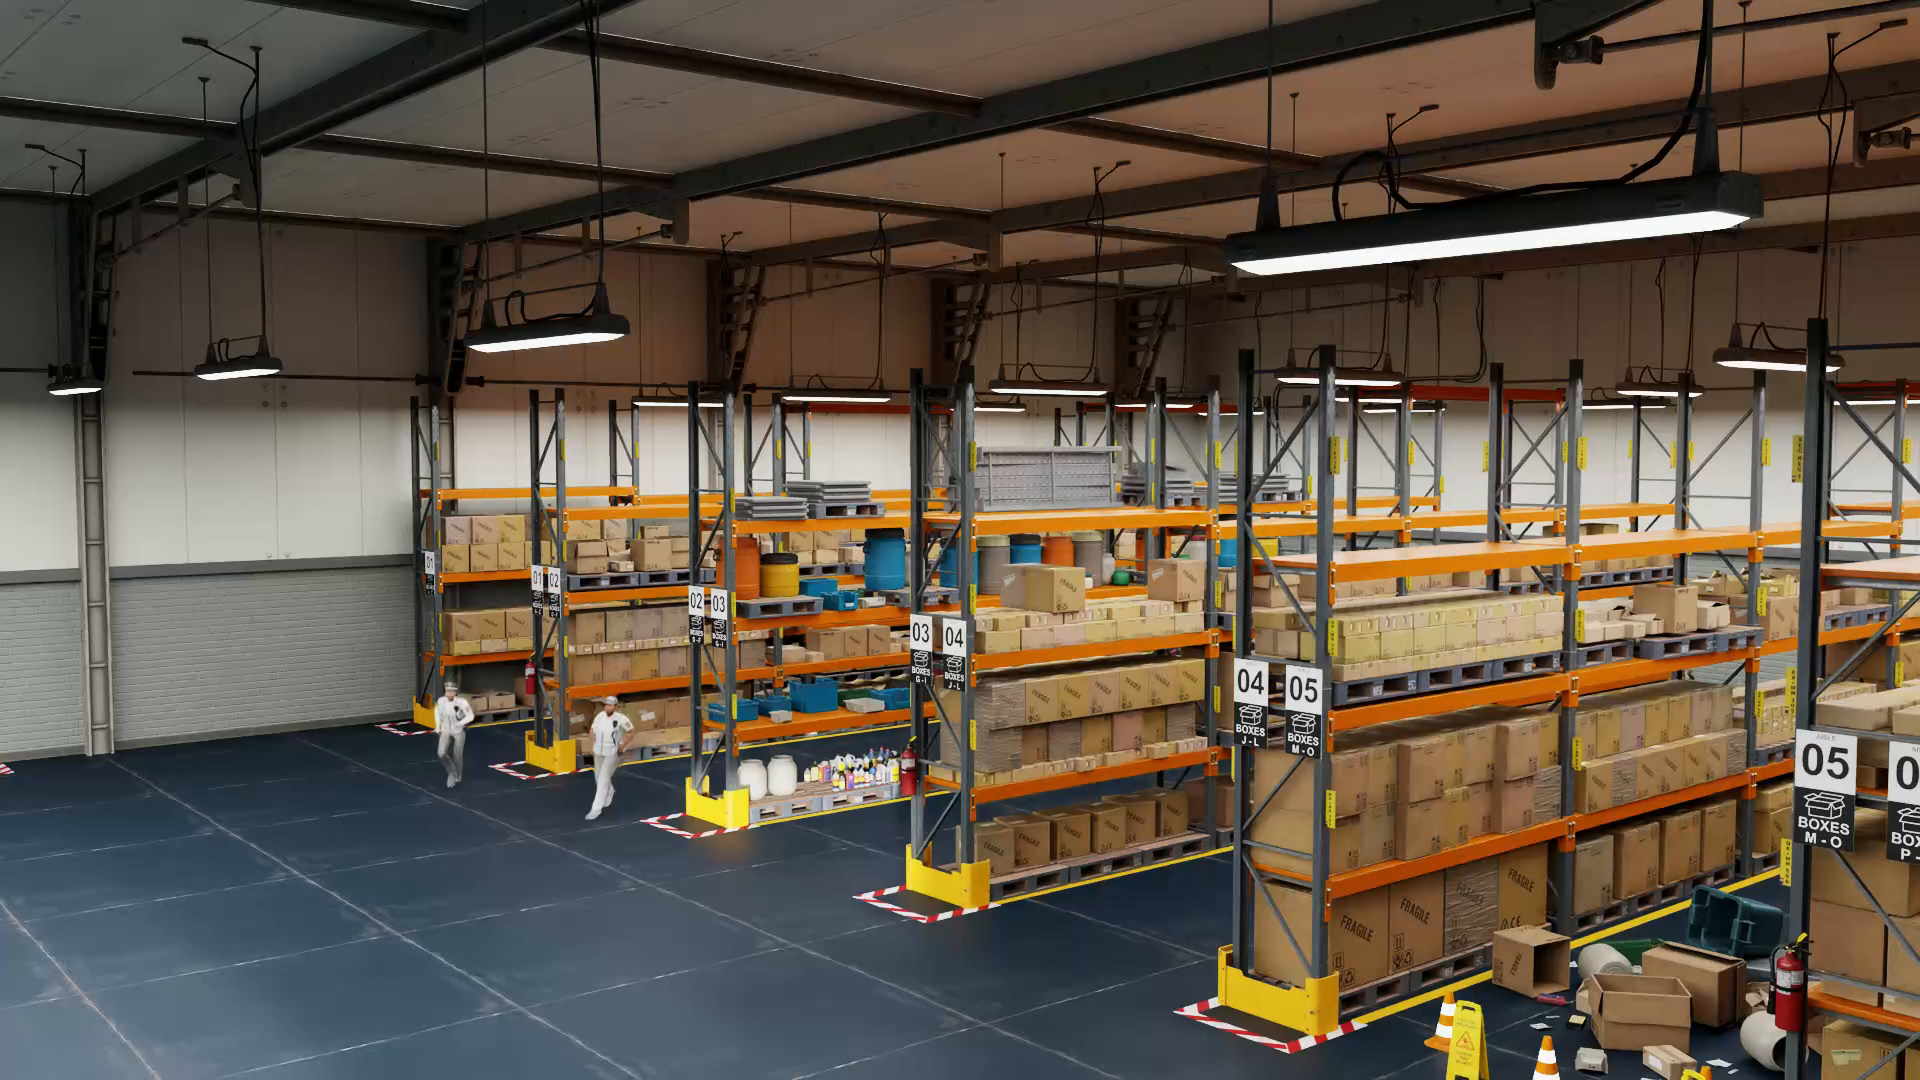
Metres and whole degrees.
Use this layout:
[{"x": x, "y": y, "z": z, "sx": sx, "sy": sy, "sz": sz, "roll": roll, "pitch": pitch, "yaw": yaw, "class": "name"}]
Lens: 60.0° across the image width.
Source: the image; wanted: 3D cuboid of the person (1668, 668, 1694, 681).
[{"x": 13.037, "y": 2.550, "z": 30.253, "sx": 0.581, "sy": 1.656, "sz": 0.711, "roll": -1, "pitch": 4, "yaw": -19, "class": "person"}]

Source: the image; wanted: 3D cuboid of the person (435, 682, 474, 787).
[{"x": -7.601, "y": 2.907, "z": 24.991, "sx": 0.638, "sy": 1.622, "sz": 0.765, "roll": 0, "pitch": 3, "yaw": -2, "class": "person"}]

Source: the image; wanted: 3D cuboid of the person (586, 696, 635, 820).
[{"x": -4.848, "y": 2.980, "z": 23.076, "sx": 0.632, "sy": 1.668, "sz": 0.845, "roll": 1, "pitch": 4, "yaw": 19, "class": "person"}]
